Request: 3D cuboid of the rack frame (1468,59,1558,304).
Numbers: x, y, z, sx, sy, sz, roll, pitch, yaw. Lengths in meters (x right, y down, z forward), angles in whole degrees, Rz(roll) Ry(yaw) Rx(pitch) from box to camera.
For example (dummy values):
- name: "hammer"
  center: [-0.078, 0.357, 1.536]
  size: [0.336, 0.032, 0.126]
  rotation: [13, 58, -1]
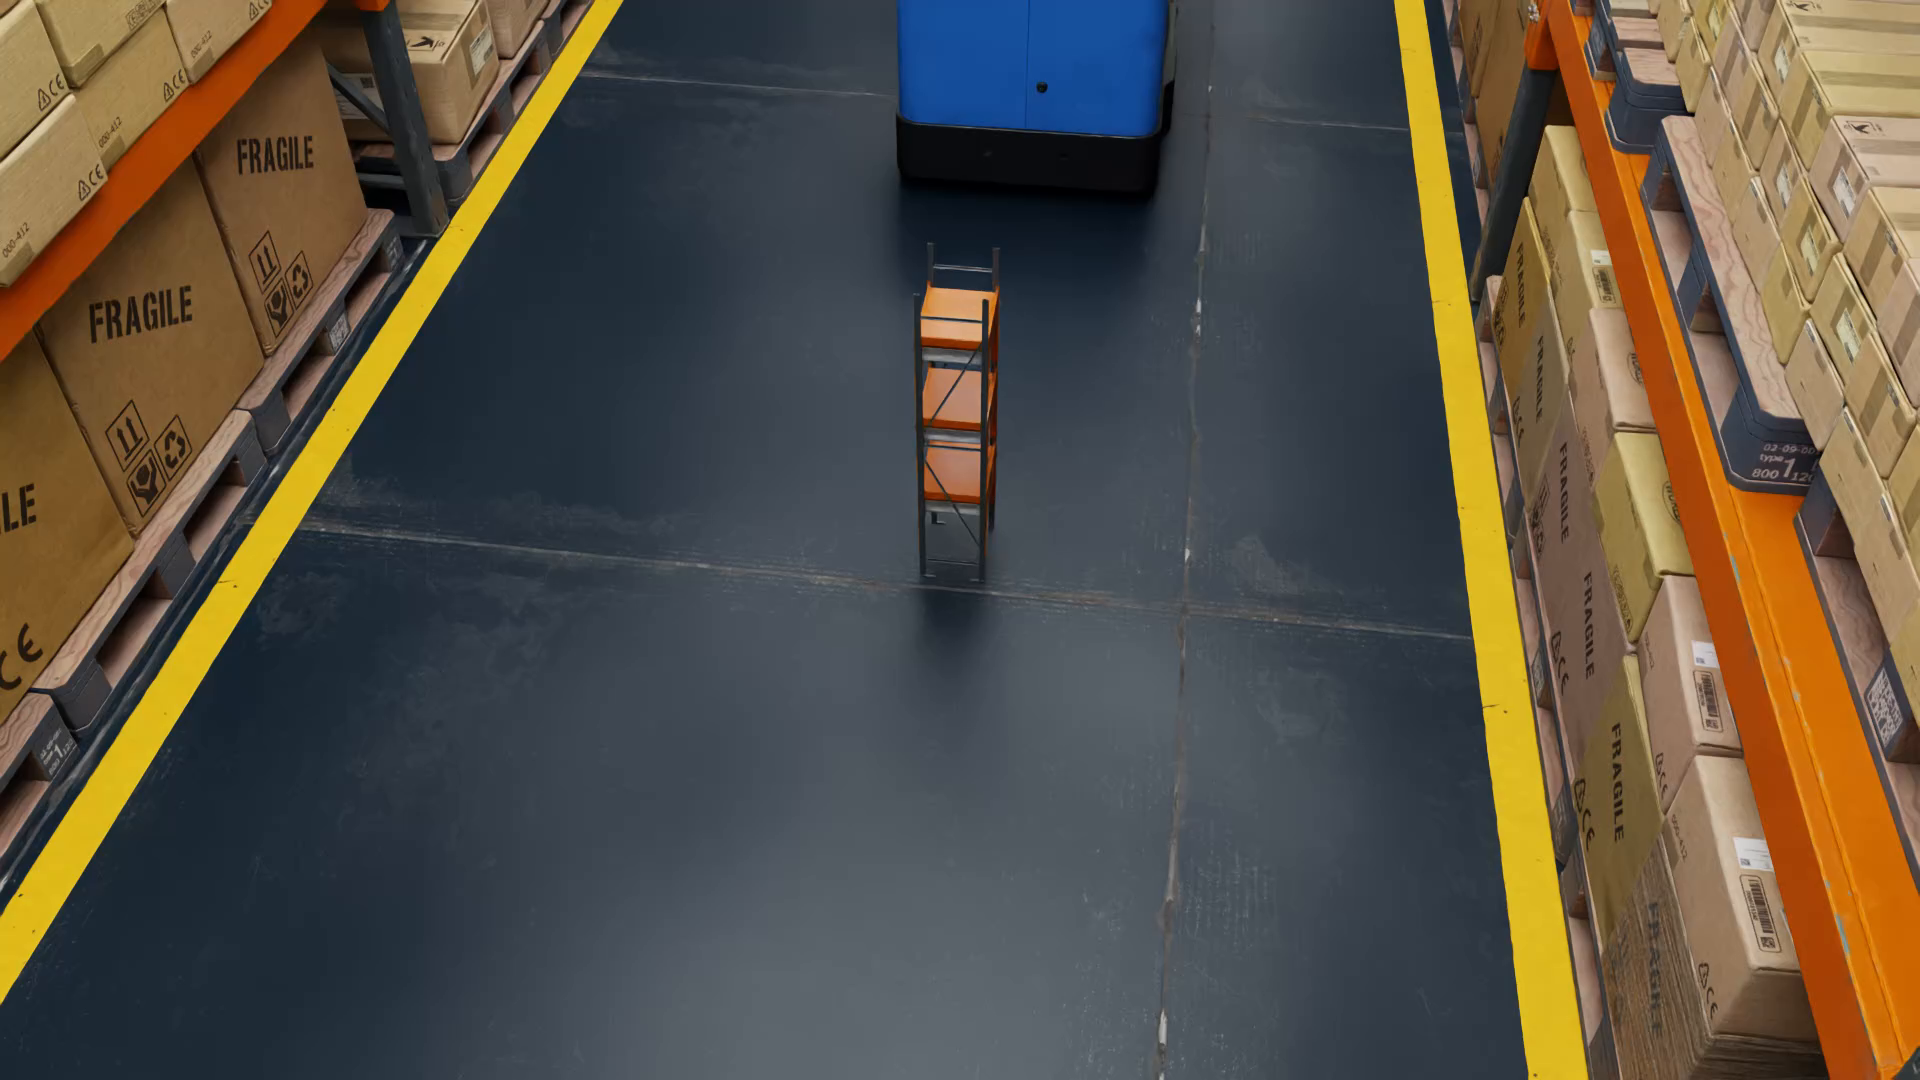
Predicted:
- name: "rack frame"
  center: [2.403, -1.964, 5.143]
  size: [1.000, 3.000, 0.127]
  rotation: [5, 44, 6]

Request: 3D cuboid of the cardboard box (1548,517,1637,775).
- name: "cardboard box"
  center: [1.862, 0.291, 4.274]
  size: [0.500, 0.500, 0.500]
  rotation: [4, 44, 5]

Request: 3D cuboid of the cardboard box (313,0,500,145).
- name: "cardboard box"
  center: [-2.433, -1.928, 6.710]
  size: [0.950, 0.372, 0.625]
  rotation: [3, 43, 3]

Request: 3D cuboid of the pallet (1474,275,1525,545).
- name: "pallet"
  center: [2.298, -0.419, 5.539]
  size: [1.003, 0.211, 1.213]
  rotation: [5, 44, 6]

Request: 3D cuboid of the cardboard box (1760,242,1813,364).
- name: "cardboard box"
  center: [1.899, -0.476, 3.449]
  size: [0.380, 0.149, 0.250]
  rotation: [7, 44, 7]

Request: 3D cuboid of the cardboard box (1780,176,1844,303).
- name: "cardboard box"
  center: [1.901, -0.596, 3.358]
  size: [0.380, 0.149, 0.250]
  rotation: [5, 44, 6]

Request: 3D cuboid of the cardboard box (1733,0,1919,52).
- name: "cardboard box"
  center: [2.010, -1.229, 3.811]
  size: [0.380, 0.149, 0.250]
  rotation: [7, 44, 7]

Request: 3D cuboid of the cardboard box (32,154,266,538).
- name: "cardboard box"
  center: [-2.813, -0.656, 5.001]
  size: [0.875, 0.875, 0.875]
  rotation: [6, 44, 6]

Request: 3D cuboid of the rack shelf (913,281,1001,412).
- name: "rack shelf"
  center: [-0.007, -0.543, 4.663]
  size: [0.215, 0.259, 0.240]
  rotation: [5, 44, 6]

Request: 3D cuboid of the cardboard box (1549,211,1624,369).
- name: "cardboard box"
  center: [2.005, -0.688, 4.762]
  size: [0.500, 0.250, 0.500]
  rotation: [5, 44, 5]

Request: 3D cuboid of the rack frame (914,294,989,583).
- name: "rack frame"
  center: [-0.023, -0.262, 4.763]
  size: [0.200, 1.050, 0.008]
  rotation: [5, 44, 6]

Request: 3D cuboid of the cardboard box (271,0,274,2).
- name: "cardboard box"
  center: [-2.327, -1.923, 5.208]
  size: [0.500, 0.250, 0.500]
  rotation: [4, 44, 4]

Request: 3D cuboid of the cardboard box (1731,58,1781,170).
- name: "cardboard box"
  center: [1.971, -0.945, 3.727]
  size: [0.380, 0.149, 0.250]
  rotation: [5, 44, 5]

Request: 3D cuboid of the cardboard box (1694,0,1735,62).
- name: "cardboard box"
  center: [2.041, -1.283, 4.085]
  size: [0.380, 0.149, 0.250]
  rotation: [5, 44, 6]

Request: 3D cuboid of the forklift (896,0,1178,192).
- name: "forklift"
  center: [0.446, -3.463, 6.776]
  size: [1.130, 2.935, 3.031]
  rotation: [5, 44, 5]

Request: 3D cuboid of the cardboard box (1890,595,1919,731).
- name: "cardboard box"
  center: [1.764, 0.235, 2.698]
  size: [0.380, 0.149, 0.250]
  rotation: [5, 44, 6]

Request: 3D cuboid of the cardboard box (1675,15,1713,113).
- name: "cardboard box"
  center: [2.039, -1.188, 4.201]
  size: [0.380, 0.149, 0.250]
  rotation: [7, 44, 7]

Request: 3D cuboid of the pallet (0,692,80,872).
- name: "pallet"
  center: [-3.019, 0.860, 4.188]
  size: [1.003, 0.211, 1.213]
  rotation: [5, 44, 6]

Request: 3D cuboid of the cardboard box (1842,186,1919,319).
- name: "cardboard box"
  center: [1.875, -0.512, 3.054]
  size: [0.380, 0.149, 0.250]
  rotation: [4, 44, 4]

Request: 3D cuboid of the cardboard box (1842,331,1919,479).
- name: "cardboard box"
  center: [1.832, -0.232, 2.974]
  size: [0.380, 0.149, 0.250]
  rotation: [4, 44, 4]

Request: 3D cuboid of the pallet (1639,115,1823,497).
- name: "pallet"
  center: [2.182, -0.542, 3.780]
  size: [1.003, 0.211, 1.213]
  rotation: [5, 44, 6]

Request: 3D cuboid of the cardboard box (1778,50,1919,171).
- name: "cardboard box"
  center: [1.941, -0.879, 3.441]
  size: [0.380, 0.149, 0.250]
  rotation: [5, 44, 5]

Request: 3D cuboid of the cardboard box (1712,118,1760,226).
- name: "cardboard box"
  center: [1.970, -0.835, 3.828]
  size: [0.380, 0.149, 0.250]
  rotation: [6, 44, 6]

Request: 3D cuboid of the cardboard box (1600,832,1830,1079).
- name: "cardboard box"
  center: [1.722, 0.989, 3.536]
  size: [0.500, 0.500, 0.500]
  rotation: [4, 44, 5]

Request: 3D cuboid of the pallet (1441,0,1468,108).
- name: "pallet"
  center: [2.745, -2.311, 7.538]
  size: [1.003, 0.211, 1.213]
  rotation: [5, 44, 6]

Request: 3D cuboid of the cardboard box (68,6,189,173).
- name: "cardboard box"
  center: [-2.461, -1.232, 4.478]
  size: [0.500, 0.250, 0.500]
  rotation: [5, 44, 5]

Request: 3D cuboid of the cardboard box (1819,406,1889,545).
- name: "cardboard box"
  center: [1.832, -0.106, 3.057]
  size: [0.380, 0.149, 0.250]
  rotation: [3, 44, 3]

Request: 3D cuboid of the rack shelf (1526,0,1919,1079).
- name: "rack shelf"
  center: [2.138, -0.340, 3.951]
  size: [1.077, 0.370, 4.000]
  rotation: [5, 44, 6]

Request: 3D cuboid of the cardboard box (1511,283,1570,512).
- name: "cardboard box"
  center: [1.993, -0.407, 5.011]
  size: [0.500, 0.500, 0.500]
  rotation: [6, 44, 6]

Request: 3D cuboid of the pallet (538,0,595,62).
- name: "pallet"
  center: [-2.249, -2.694, 7.942]
  size: [1.003, 0.211, 1.213]
  rotation: [5, 44, 6]

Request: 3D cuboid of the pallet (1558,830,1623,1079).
- name: "pallet"
  center: [1.975, 1.243, 3.783]
  size: [1.003, 0.211, 1.213]
  rotation: [5, 44, 6]

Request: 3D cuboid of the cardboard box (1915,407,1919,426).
- name: "cardboard box"
  center: [1.804, -0.166, 2.688]
  size: [0.380, 0.149, 0.250]
  rotation: [4, 44, 4]

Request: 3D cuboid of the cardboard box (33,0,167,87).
- name: "cardboard box"
  center: [-2.441, -1.419, 4.312]
  size: [0.500, 0.250, 0.500]
  rotation: [4, 44, 4]

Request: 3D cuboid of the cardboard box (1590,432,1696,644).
- name: "cardboard box"
  center: [1.859, 0.003, 4.032]
  size: [0.500, 0.250, 0.500]
  rotation: [3, 44, 4]

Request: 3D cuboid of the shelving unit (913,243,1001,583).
- name: "shelving unit"
  center: [-0.007, -0.345, 4.851]
  size: [0.215, 1.050, 0.252]
  rotation: [5, 44, 6]

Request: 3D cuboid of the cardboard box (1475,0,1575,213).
- name: "cardboard box"
  center: [2.572, -1.707, 6.202]
  size: [1.050, 0.750, 0.750]
  rotation: [5, 44, 5]

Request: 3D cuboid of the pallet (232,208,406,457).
- name: "pallet"
  center: [-2.696, -0.803, 5.944]
  size: [1.003, 0.211, 1.213]
  rotation: [5, 44, 6]

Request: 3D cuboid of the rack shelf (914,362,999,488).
- name: "rack shelf"
  center: [-0.007, -0.337, 4.858]
  size: [0.215, 0.259, 0.240]
  rotation: [5, 44, 6]

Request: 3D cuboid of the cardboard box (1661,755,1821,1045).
- name: "cardboard box"
  center: [1.722, 0.714, 3.282]
  size: [0.500, 0.250, 0.500]
  rotation: [4, 44, 4]

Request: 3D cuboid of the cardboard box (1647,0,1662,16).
- name: "cardboard box"
  center: [2.108, -1.556, 4.589]
  size: [0.380, 0.149, 0.250]
  rotation: [7, 44, 8]
